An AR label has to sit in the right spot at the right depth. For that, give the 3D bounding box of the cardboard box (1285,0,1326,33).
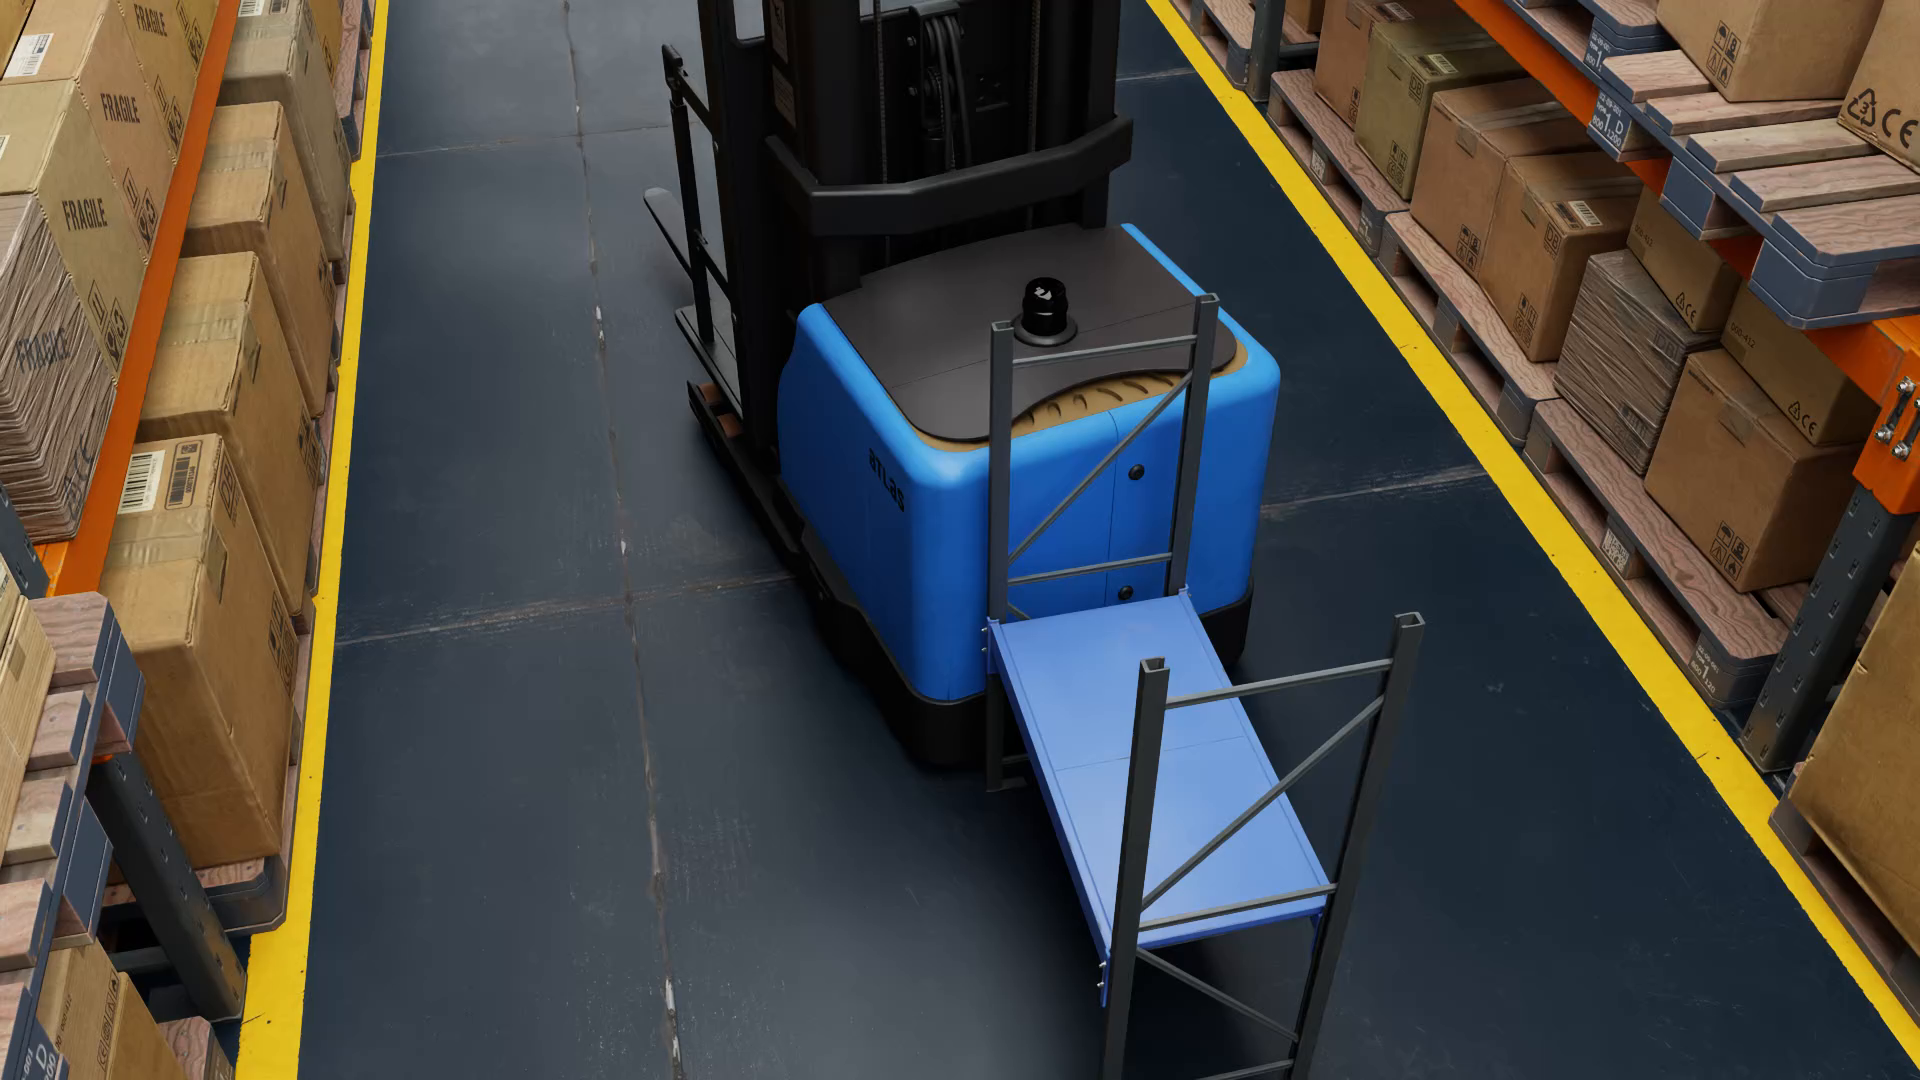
[{"bbox_3d":[1.745,-2.671,7.566,0.500,0.500,0.500,-10,42,-11],"label":"cardboard box"}]

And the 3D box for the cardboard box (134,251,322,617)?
[{"bbox_3d":[-2.445,-0.235,4.634,1.050,0.750,0.750,-8,42,-9],"label":"cardboard box"}]

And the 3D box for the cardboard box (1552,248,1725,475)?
[{"bbox_3d":[2.359,-0.610,5.229,0.700,0.500,0.500,-12,43,-13],"label":"cardboard box"}]

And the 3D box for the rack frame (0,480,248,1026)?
[{"bbox_3d":[-2.209,0.054,2.930,1.000,3.000,0.127,-8,42,-9],"label":"rack frame"}]

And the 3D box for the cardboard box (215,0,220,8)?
[{"bbox_3d":[-2.590,-1.949,5.110,0.500,0.500,0.500,-9,42,-10],"label":"cardboard box"}]

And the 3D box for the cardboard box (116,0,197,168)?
[{"bbox_3d":[-2.369,-1.292,4.371,0.500,0.500,0.500,-9,42,-10],"label":"cardboard box"}]

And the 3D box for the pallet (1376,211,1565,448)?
[{"bbox_3d":[2.229,-0.844,6.042,1.003,0.211,1.213,-8,42,-9],"label":"pallet"}]

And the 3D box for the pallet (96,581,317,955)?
[{"bbox_3d":[-2.306,0.575,4.443,1.003,0.211,1.213,-8,42,-9],"label":"pallet"}]

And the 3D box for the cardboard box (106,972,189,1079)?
[{"bbox_3d":[-1.812,1.221,3.182,0.500,0.500,0.500,-9,42,-9],"label":"cardboard box"}]

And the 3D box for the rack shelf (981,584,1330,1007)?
[{"bbox_3d":[0.429,0.538,3.785,0.538,0.185,1.000,-9,42,-10],"label":"rack shelf"}]

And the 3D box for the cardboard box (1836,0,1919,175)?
[{"bbox_3d":[2.500,-1.130,3.872,0.500,0.500,0.500,-13,43,-15],"label":"cardboard box"}]

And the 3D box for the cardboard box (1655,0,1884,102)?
[{"bbox_3d":[2.282,-1.477,4.263,0.700,0.500,0.500,-3,42,-3],"label":"cardboard box"}]

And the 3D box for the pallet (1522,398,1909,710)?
[{"bbox_3d":[2.489,-0.055,5.153,1.003,0.211,1.213,-8,42,-9],"label":"pallet"}]

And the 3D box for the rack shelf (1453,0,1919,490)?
[{"bbox_3d":[2.224,-1.619,5.356,1.077,0.370,4.000,-8,42,-9],"label":"rack shelf"}]

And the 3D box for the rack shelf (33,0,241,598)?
[{"bbox_3d":[-2.641,-0.973,4.629,1.077,0.370,4.000,-8,42,-9],"label":"rack shelf"}]

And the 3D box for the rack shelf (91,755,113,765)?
[{"bbox_3d":[-1.777,1.619,1.708,1.077,0.370,4.000,-8,42,-9],"label":"rack shelf"}]

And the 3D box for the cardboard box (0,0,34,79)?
[{"bbox_3d":[-2.520,-1.310,3.637,0.700,0.500,0.500,-9,42,-10],"label":"cardboard box"}]

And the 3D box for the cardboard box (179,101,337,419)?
[{"bbox_3d":[-2.646,-0.839,5.314,1.050,0.750,0.750,-8,42,-9],"label":"cardboard box"}]

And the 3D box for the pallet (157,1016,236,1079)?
[{"bbox_3d":[-2.042,1.604,3.284,1.003,0.211,1.213,-8,42,-9],"label":"pallet"}]

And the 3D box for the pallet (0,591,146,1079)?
[{"bbox_3d":[-1.951,0.572,2.490,1.213,0.211,1.003,-8,42,-9],"label":"pallet"}]

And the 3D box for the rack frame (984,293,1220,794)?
[{"bbox_3d":[0.312,0.075,4.036,0.500,1.500,0.032,-9,42,-10],"label":"rack frame"}]

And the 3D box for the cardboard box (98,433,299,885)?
[{"bbox_3d":[-2.253,0.331,3.996,1.050,0.750,0.750,-9,42,-10],"label":"cardboard box"}]

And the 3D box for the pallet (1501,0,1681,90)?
[{"bbox_3d":[2.188,-1.797,5.159,1.003,0.211,1.213,-8,42,-9],"label":"pallet"}]

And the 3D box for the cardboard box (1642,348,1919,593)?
[{"bbox_3d":[2.492,-0.252,4.826,0.700,0.500,0.500,-10,43,-12],"label":"cardboard box"}]

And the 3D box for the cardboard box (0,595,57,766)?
[{"bbox_3d":[-1.654,0.245,2.588,0.380,0.149,0.250,-8,42,-9],"label":"cardboard box"}]

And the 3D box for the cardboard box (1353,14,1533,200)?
[{"bbox_3d":[1.988,-1.701,6.458,0.700,0.500,0.500,-9,42,-10],"label":"cardboard box"}]

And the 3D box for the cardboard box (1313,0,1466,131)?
[{"bbox_3d":[1.904,-2.013,6.809,0.700,0.500,0.500,-11,43,-13],"label":"cardboard box"}]

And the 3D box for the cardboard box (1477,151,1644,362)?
[{"bbox_3d":[2.230,-0.977,5.642,0.700,0.500,0.500,-5,42,-6],"label":"cardboard box"}]

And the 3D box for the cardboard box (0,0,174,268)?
[{"bbox_3d":[-2.263,-0.969,4.007,0.500,0.500,0.500,-8,42,-9],"label":"cardboard box"}]

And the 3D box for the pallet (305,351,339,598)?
[{"bbox_3d":[-2.566,-0.214,5.332,1.003,0.211,1.213,-8,42,-9],"label":"pallet"}]

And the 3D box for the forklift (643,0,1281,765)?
[{"bbox_3d":[-0.269,-1.470,4.699,1.130,2.935,3.031,-18,45,-19],"label":"forklift"}]

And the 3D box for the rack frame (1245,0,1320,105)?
[{"bbox_3d":[1.792,-3.184,6.577,1.000,3.000,0.127,-8,42,-9],"label":"rack frame"}]

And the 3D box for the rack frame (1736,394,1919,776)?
[{"bbox_3d":[2.656,-0.591,3.656,1.000,3.000,0.127,-8,42,-9],"label":"rack frame"}]

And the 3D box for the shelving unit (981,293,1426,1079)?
[{"bbox_3d":[0.429,0.403,3.666,0.538,1.500,1.048,-9,42,-10],"label":"shelving unit"}]

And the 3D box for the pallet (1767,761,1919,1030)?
[{"bbox_3d":[2.752,0.974,3.994,1.003,0.211,1.213,-8,42,-9],"label":"pallet"}]

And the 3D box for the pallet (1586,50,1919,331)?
[{"bbox_3d":[2.398,-0.966,4.223,1.213,0.211,1.003,-8,42,-9],"label":"pallet"}]

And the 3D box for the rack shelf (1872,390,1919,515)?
[{"bbox_3d":[3.087,0.974,2.435,1.077,0.370,4.000,-8,42,-9],"label":"rack shelf"}]

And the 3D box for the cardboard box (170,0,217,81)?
[{"bbox_3d":[-2.481,-1.621,4.741,0.500,0.500,0.500,-8,42,-9],"label":"cardboard box"}]

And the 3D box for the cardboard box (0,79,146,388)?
[{"bbox_3d":[-2.155,-0.642,3.639,0.500,0.500,0.500,-9,42,-10],"label":"cardboard box"}]

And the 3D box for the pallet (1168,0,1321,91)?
[{"bbox_3d":[1.613,-2.571,7.988,1.003,0.211,1.213,-8,42,-9],"label":"pallet"}]

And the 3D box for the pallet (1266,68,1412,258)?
[{"bbox_3d":[1.962,-1.637,6.935,1.003,0.211,1.213,-8,42,-9],"label":"pallet"}]

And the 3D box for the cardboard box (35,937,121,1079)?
[{"bbox_3d":[-1.806,0.957,2.914,0.500,0.250,0.500,-9,42,-10],"label":"cardboard box"}]

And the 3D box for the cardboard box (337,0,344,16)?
[{"bbox_3d":[-3.338,-2.903,7.545,0.875,0.875,0.875,-8,42,-9],"label":"cardboard box"}]

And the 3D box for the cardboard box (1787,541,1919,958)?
[{"bbox_3d":[2.784,0.497,3.715,1.225,0.875,0.875,-10,43,-11],"label":"cardboard box"}]

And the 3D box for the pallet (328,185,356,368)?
[{"bbox_3d":[-2.832,-1.007,6.225,1.003,0.211,1.213,-8,42,-9],"label":"pallet"}]

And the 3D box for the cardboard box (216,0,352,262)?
[{"bbox_3d":[-2.851,-1.465,6.019,1.050,0.750,0.750,-9,42,-10],"label":"cardboard box"}]

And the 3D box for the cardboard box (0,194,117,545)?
[{"bbox_3d":[-2.042,-0.313,3.268,0.500,0.500,0.500,-8,42,-9],"label":"cardboard box"}]

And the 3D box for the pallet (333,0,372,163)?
[{"bbox_3d":[-3.160,-2.000,7.344,1.003,0.211,1.213,-8,42,-9],"label":"pallet"}]

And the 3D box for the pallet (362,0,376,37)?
[{"bbox_3d":[-3.427,-2.792,8.237,1.003,0.211,1.213,-8,42,-9],"label":"pallet"}]

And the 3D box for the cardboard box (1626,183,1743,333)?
[{"bbox_3d":[2.357,-0.874,4.961,0.500,0.250,0.500,-4,42,-4],"label":"cardboard box"}]

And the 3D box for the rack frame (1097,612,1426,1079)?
[{"bbox_3d":[0.546,0.732,3.296,0.500,1.500,0.032,-9,42,-10],"label":"rack frame"}]

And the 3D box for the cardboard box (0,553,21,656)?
[{"bbox_3d":[-1.658,0.135,2.488,0.380,0.149,0.250,-8,42,-8],"label":"cardboard box"}]

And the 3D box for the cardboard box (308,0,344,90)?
[{"bbox_3d":[-3.140,-2.319,6.887,0.875,0.875,0.875,-8,42,-9],"label":"cardboard box"}]

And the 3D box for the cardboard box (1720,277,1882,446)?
[{"bbox_3d":[2.482,-0.531,4.576,0.500,0.250,0.500,-7,42,-8],"label":"cardboard box"}]

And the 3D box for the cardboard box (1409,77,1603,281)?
[{"bbox_3d":[2.110,-1.338,6.049,0.700,0.500,0.500,-12,43,-13],"label":"cardboard box"}]

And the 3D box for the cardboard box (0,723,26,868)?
[{"bbox_3d":[-1.602,0.406,2.406,0.380,0.149,0.250,-8,42,-9],"label":"cardboard box"}]
